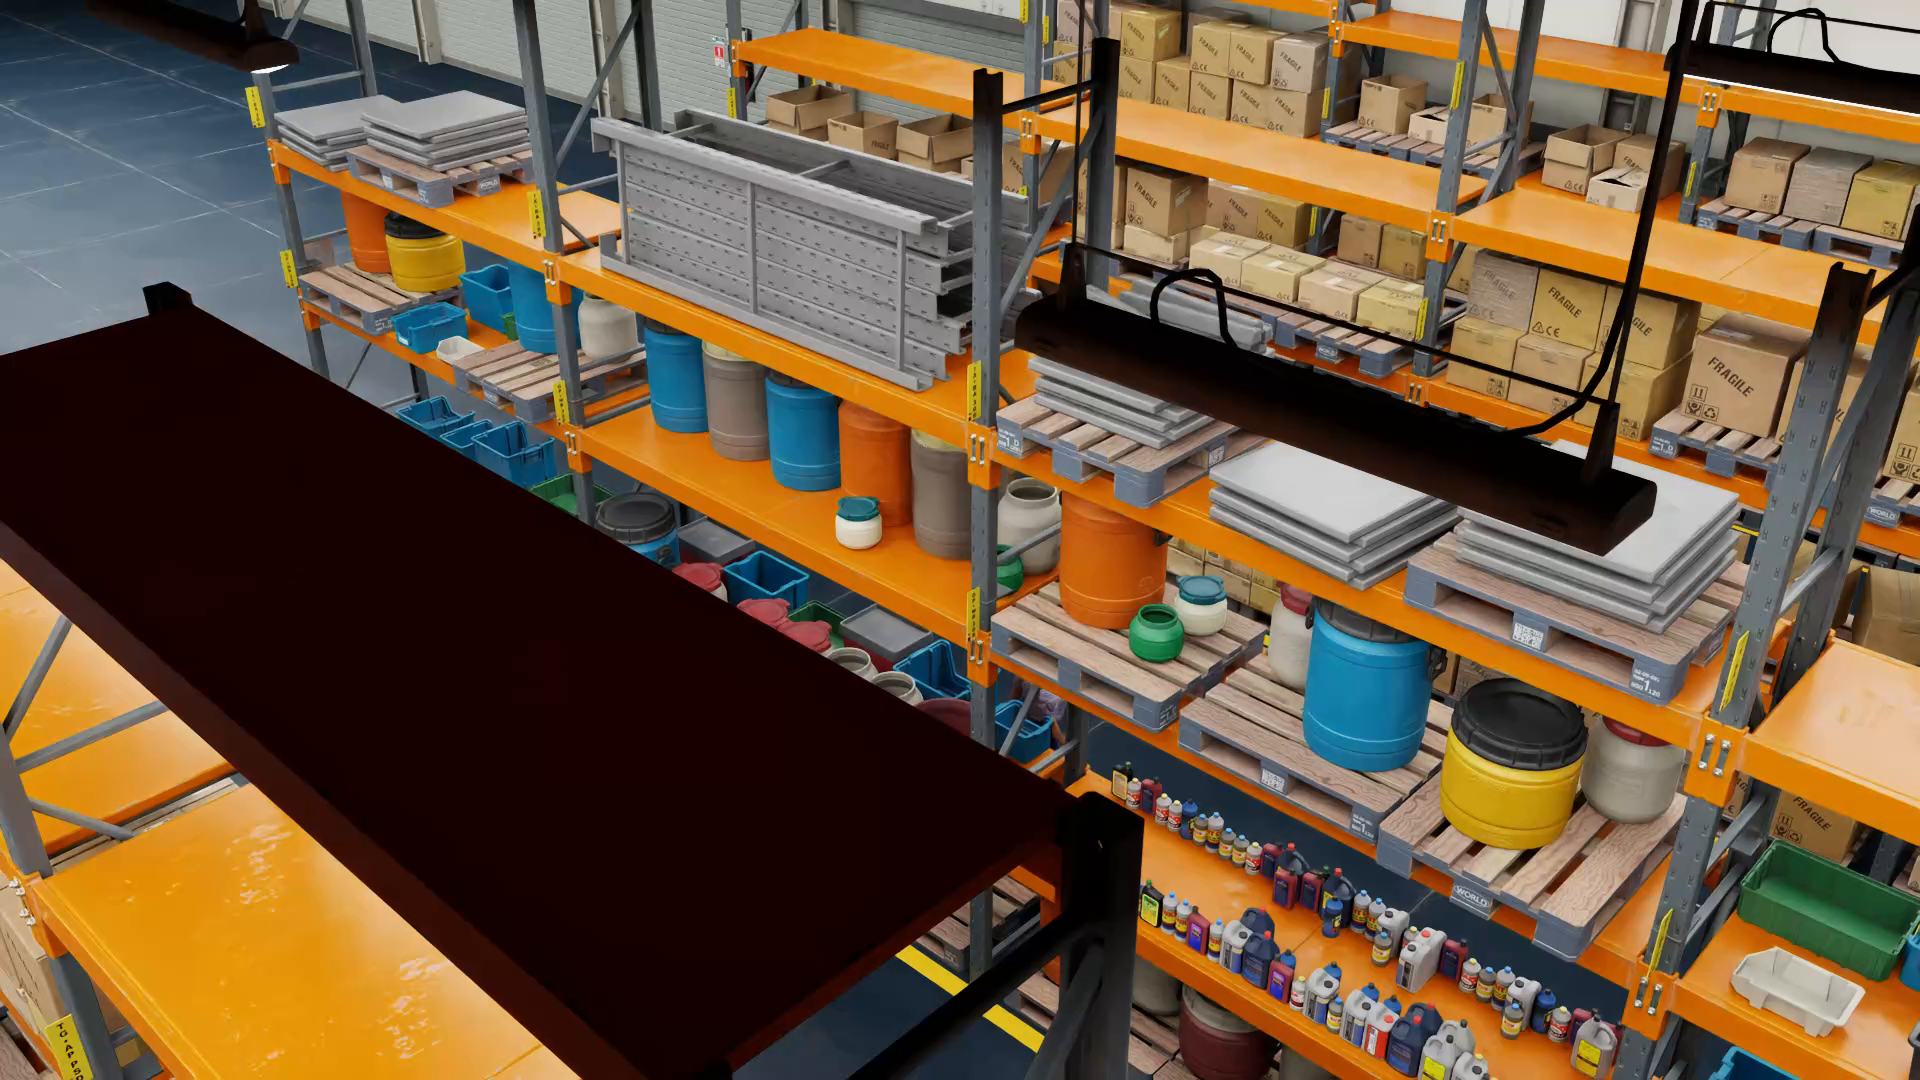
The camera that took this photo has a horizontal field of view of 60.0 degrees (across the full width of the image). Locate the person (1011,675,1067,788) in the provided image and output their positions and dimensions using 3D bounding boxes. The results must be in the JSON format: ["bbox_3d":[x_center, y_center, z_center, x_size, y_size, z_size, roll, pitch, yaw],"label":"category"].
[{"bbox_3d":[0.688,1.360,12.174,0.693,1.661,0.598,-10,31,-17],"label":"person"}]
